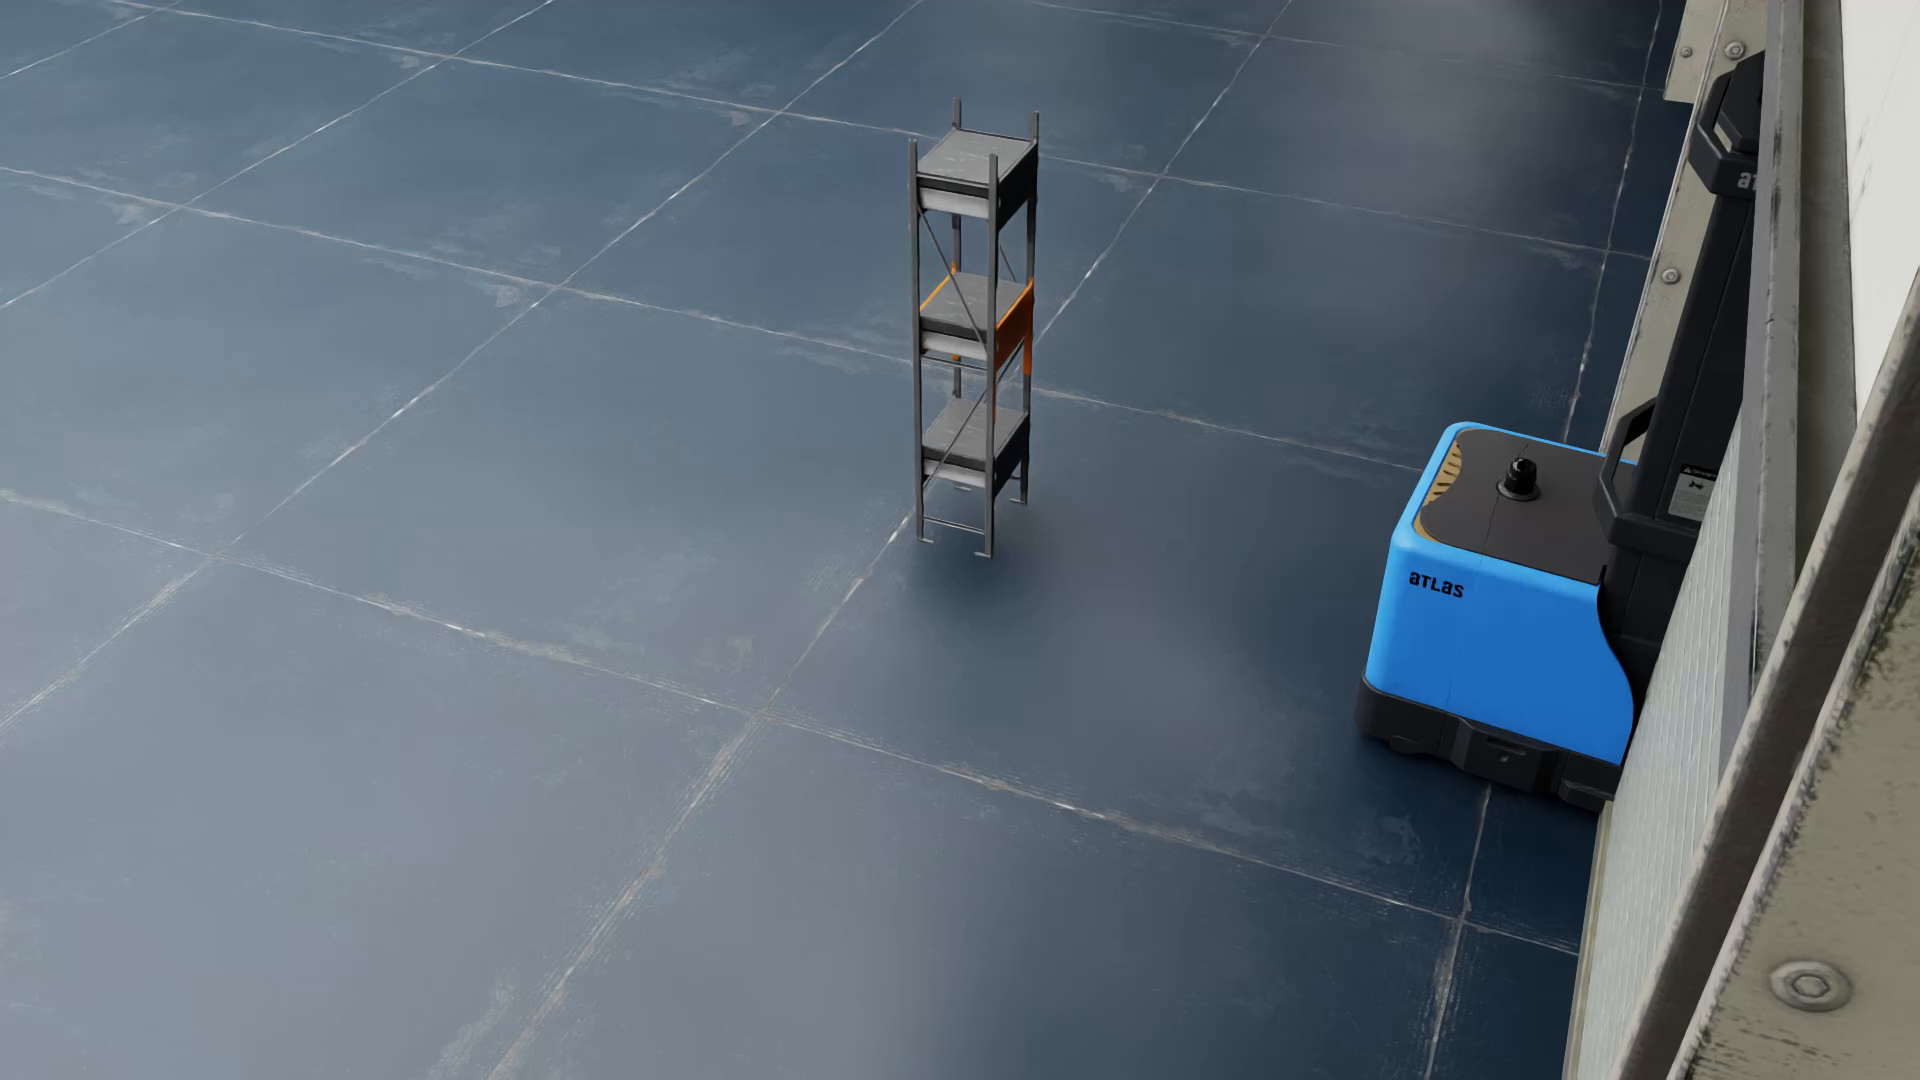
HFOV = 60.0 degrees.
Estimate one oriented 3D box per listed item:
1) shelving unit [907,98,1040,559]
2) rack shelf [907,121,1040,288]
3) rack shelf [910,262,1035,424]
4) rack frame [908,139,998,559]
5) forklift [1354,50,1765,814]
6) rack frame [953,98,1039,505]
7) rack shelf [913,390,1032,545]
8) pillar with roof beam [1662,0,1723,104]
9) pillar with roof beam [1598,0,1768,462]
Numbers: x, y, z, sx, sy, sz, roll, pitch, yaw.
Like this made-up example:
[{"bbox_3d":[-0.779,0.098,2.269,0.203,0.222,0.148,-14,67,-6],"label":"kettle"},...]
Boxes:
[{"bbox_3d":[0.063,-0.933,7.744,0.431,2.100,0.503,14,39,18],"label":"shelving unit"},{"bbox_3d":[0.063,-1.482,7.333,0.431,0.518,0.480,14,39,18],"label":"rack shelf"},{"bbox_3d":[0.063,-0.922,7.752,0.431,0.518,0.480,14,39,18],"label":"rack shelf"},{"bbox_3d":[-0.030,-0.798,7.563,0.400,2.100,0.015,14,39,18],"label":"rack frame"},{"bbox_3d":[3.234,-0.187,6.052,3.031,2.935,1.130,17,40,21],"label":"forklift"},{"bbox_3d":[0.156,-1.068,7.925,0.400,2.100,0.015,14,39,18],"label":"rack frame"},{"bbox_3d":[0.063,-0.361,8.171,0.431,0.518,0.480,14,39,18],"label":"rack shelf"},{"bbox_3d":[1.637,-8.049,11.502,9.100,9.000,0.400,14,39,18],"label":"pillar with roof beam"},{"bbox_3d":[-0.646,-4.727,7.058,9.100,9.000,0.400,14,39,18],"label":"pillar with roof beam"}]
